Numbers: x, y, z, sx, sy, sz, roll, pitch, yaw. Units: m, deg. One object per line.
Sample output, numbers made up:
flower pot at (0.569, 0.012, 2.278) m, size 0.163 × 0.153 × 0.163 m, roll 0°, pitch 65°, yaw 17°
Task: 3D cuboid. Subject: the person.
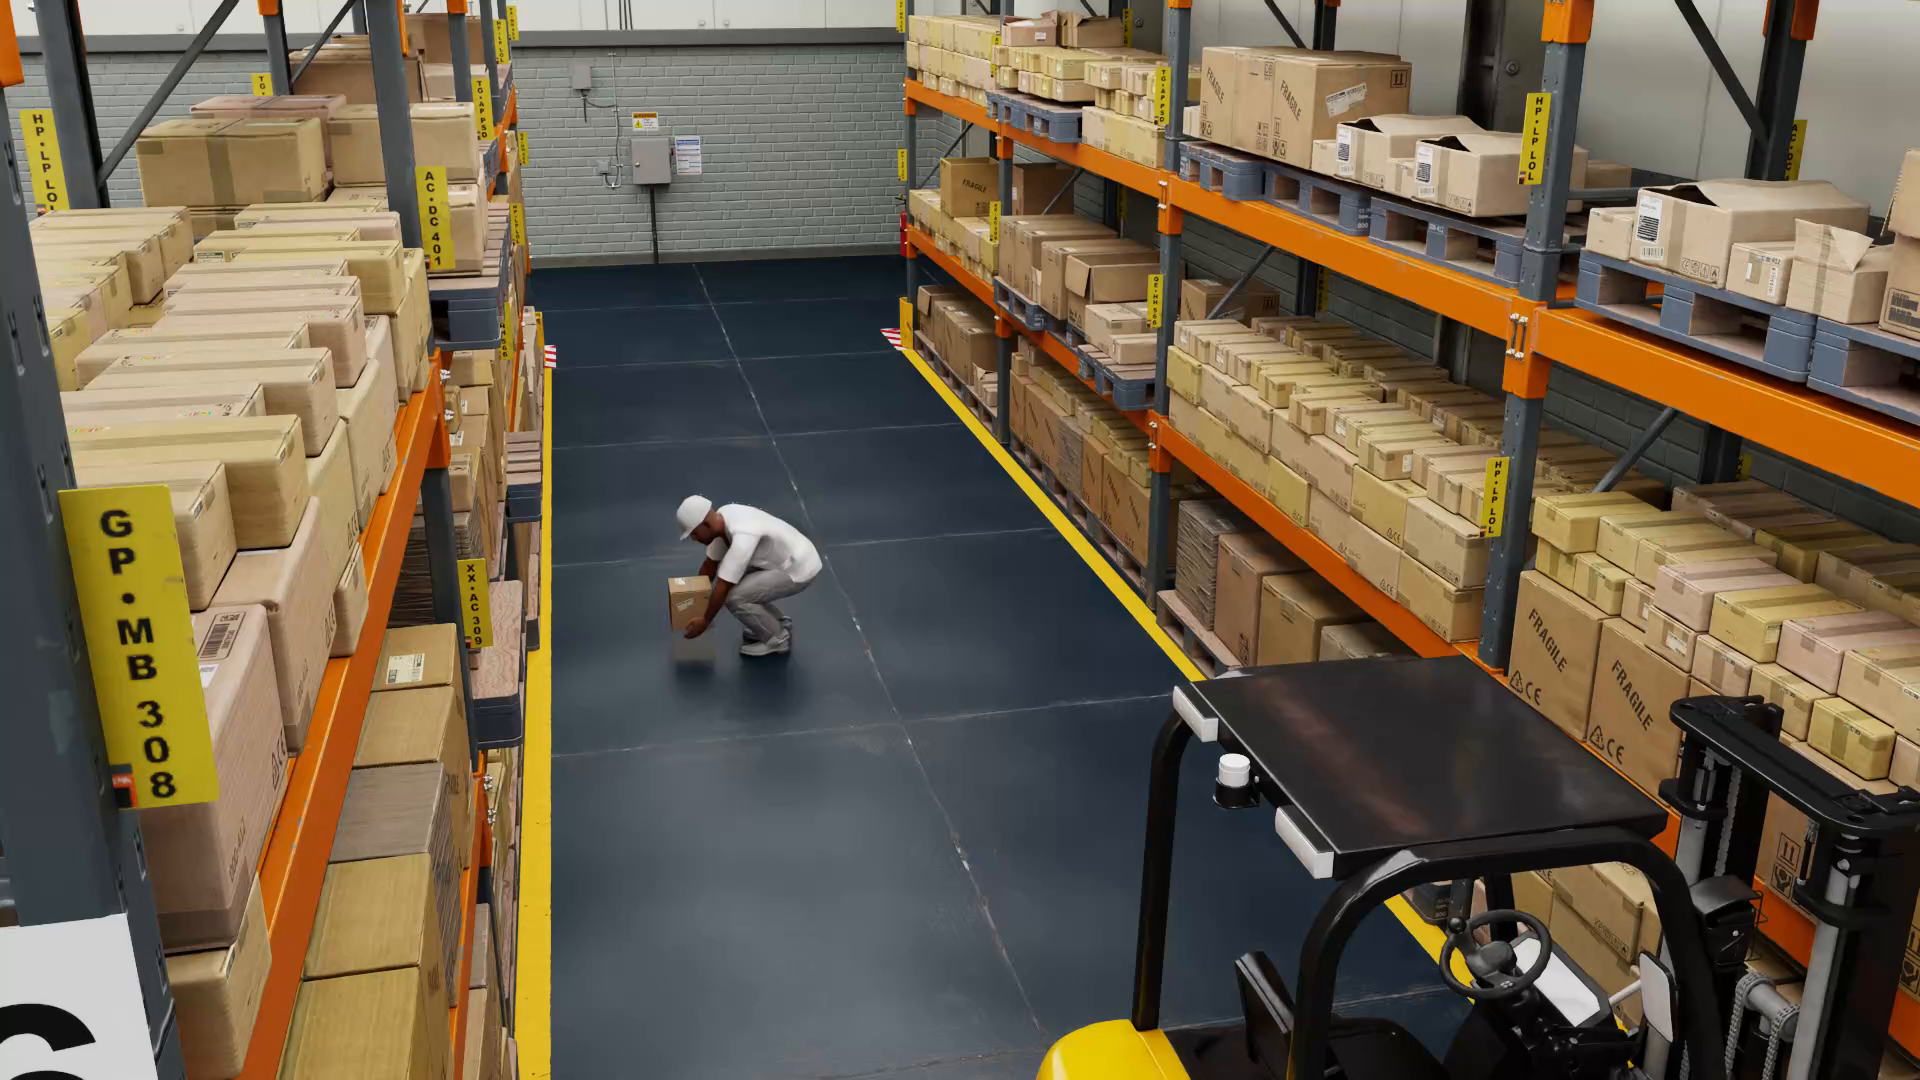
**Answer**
person at (-1.284, 0.194, 10.103) m, size 0.893 × 1.027 × 0.583 m, roll -5°, pitch 20°, yaw -13°
